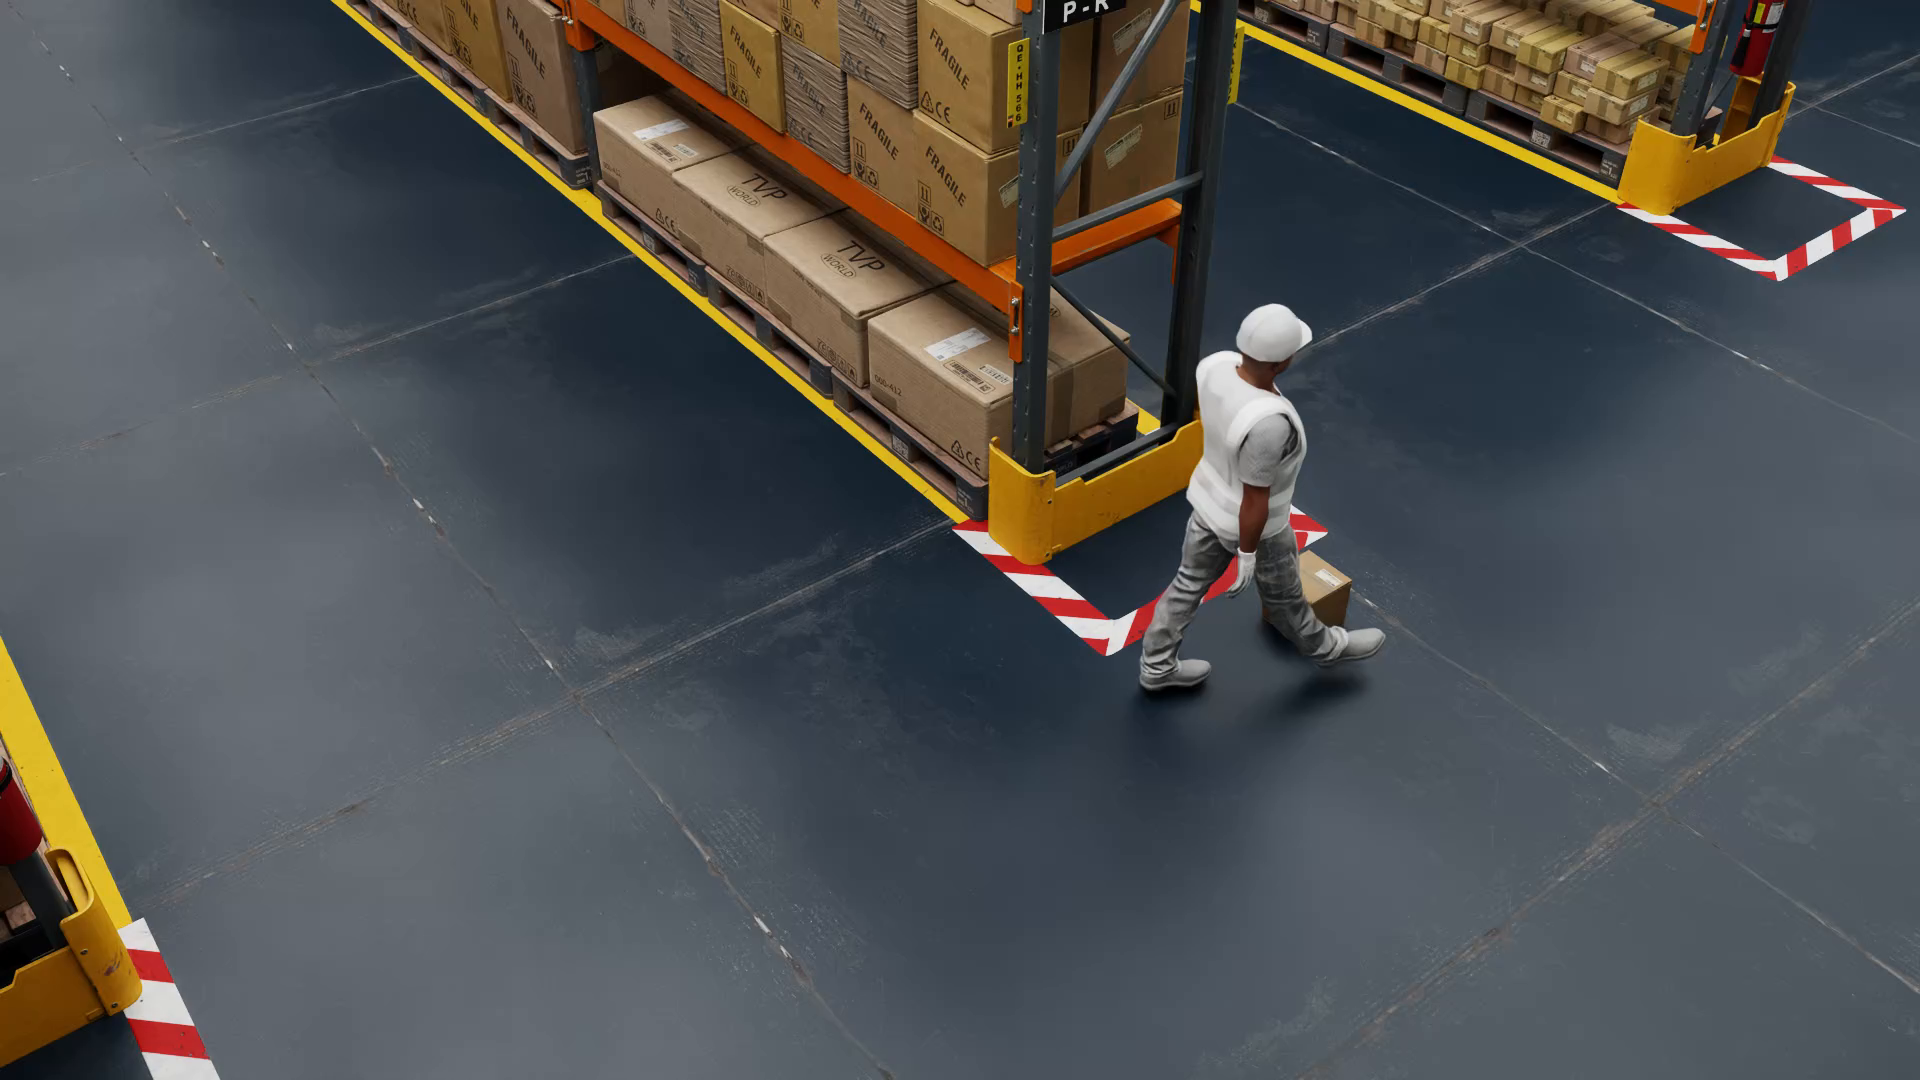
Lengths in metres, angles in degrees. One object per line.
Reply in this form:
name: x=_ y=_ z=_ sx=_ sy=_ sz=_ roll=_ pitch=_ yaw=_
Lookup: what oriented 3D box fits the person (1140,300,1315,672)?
person: x=1.106 y=-0.166 z=6.336 sx=0.703 sy=1.785 sz=0.576 roll=-26 pitch=46 yaw=-28
